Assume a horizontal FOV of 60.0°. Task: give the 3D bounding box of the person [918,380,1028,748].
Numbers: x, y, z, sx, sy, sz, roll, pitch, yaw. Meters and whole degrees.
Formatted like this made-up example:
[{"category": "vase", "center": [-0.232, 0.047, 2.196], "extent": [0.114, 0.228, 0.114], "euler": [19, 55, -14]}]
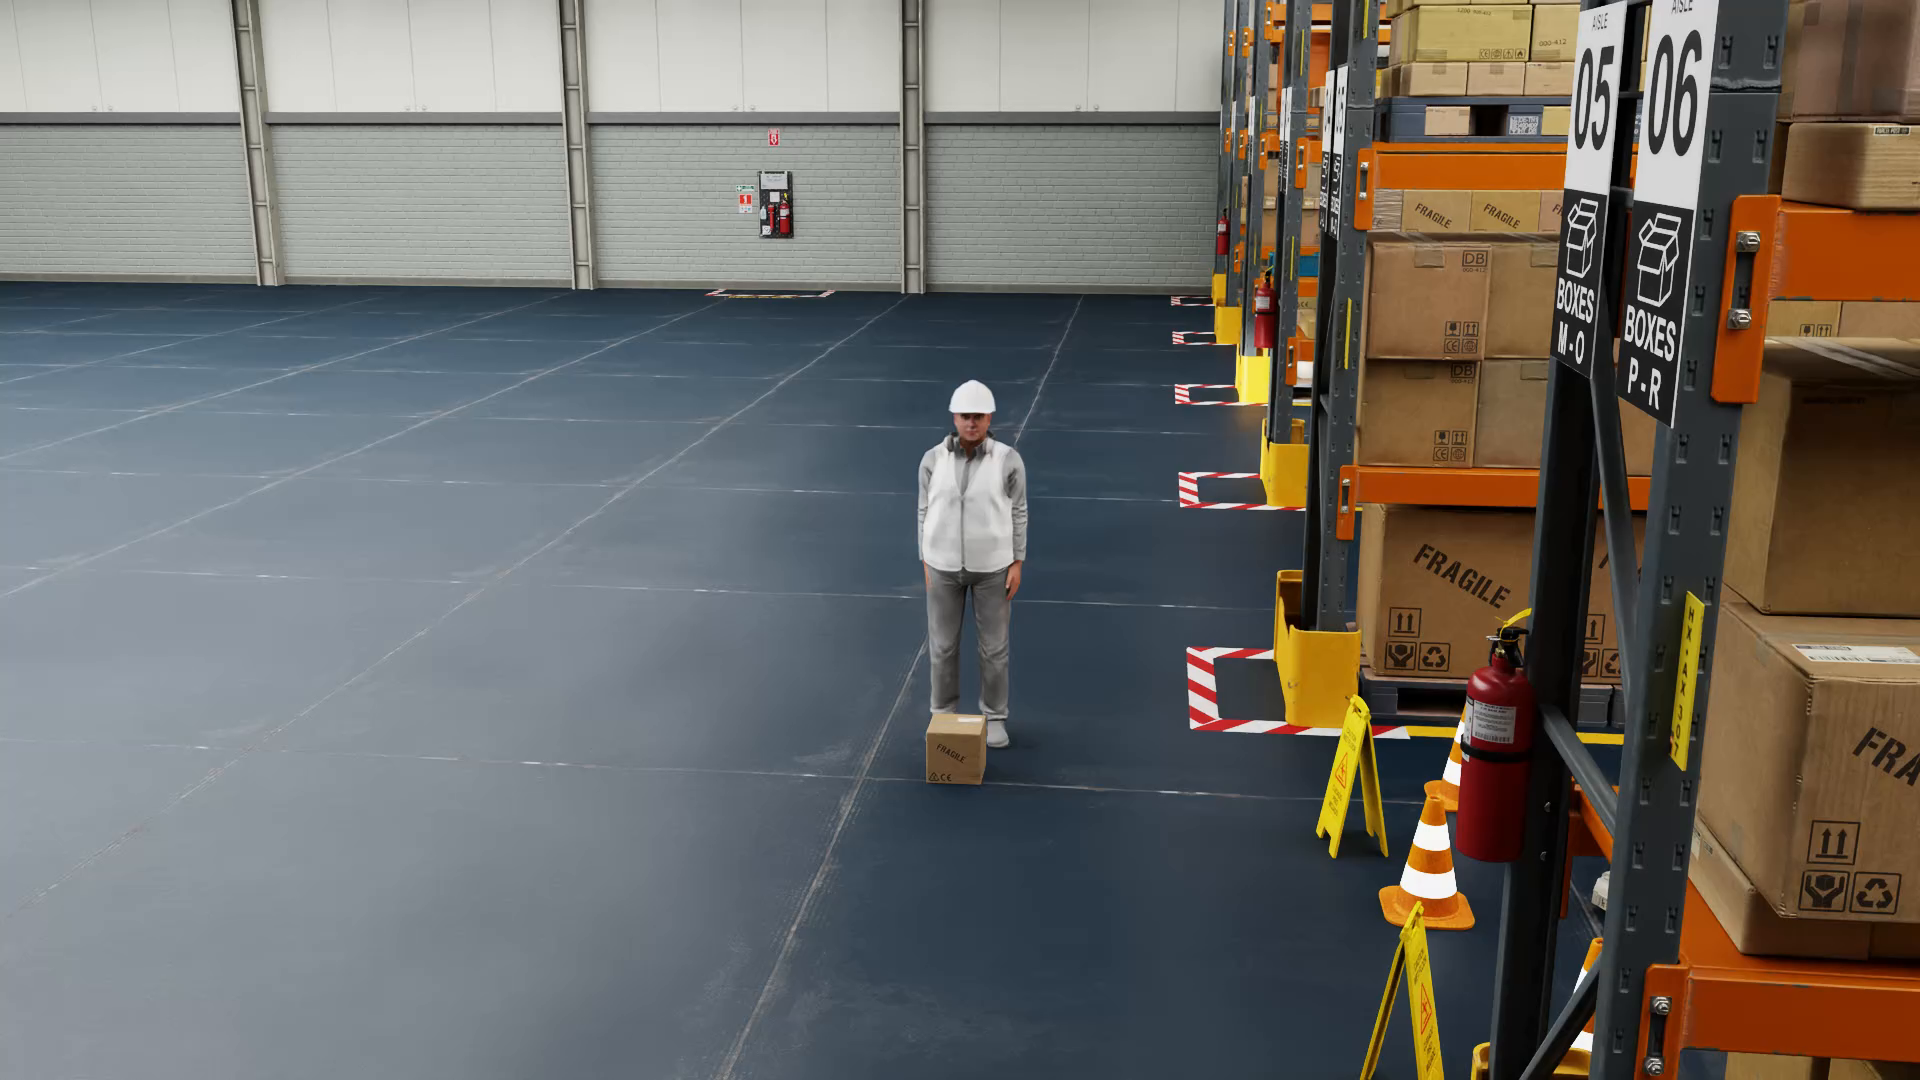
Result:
[{"category": "person", "center": [0.057, 0.119, 7.994], "extent": [0.533, 1.774, 0.359], "euler": [2, 14, 8]}]
